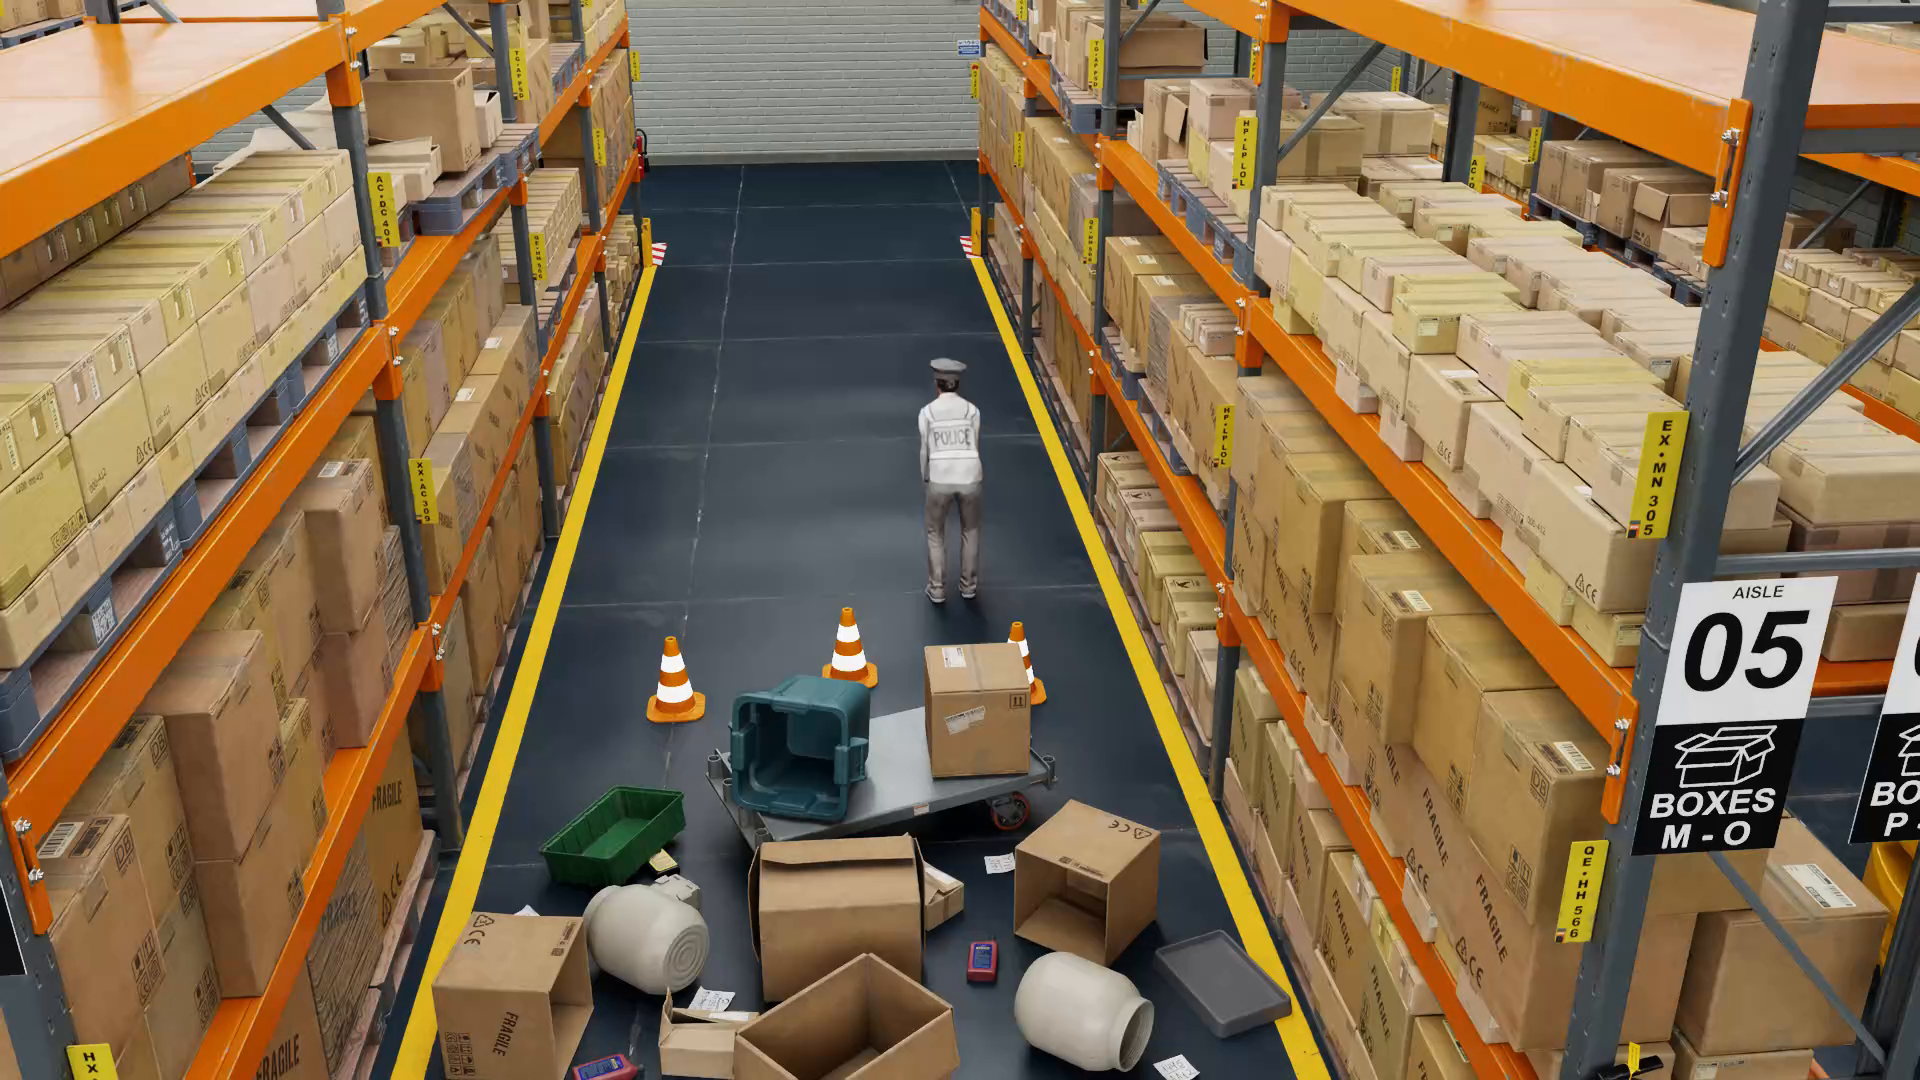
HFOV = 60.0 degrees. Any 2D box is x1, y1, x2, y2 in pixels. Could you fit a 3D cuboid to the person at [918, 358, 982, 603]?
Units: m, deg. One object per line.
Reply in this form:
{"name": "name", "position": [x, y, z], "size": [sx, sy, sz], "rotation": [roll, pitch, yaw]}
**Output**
{"name": "person", "position": [-0.064, -0.381, 11.045], "size": [0.408, 1.605, 0.570], "rotation": [-3, 24, -6]}
